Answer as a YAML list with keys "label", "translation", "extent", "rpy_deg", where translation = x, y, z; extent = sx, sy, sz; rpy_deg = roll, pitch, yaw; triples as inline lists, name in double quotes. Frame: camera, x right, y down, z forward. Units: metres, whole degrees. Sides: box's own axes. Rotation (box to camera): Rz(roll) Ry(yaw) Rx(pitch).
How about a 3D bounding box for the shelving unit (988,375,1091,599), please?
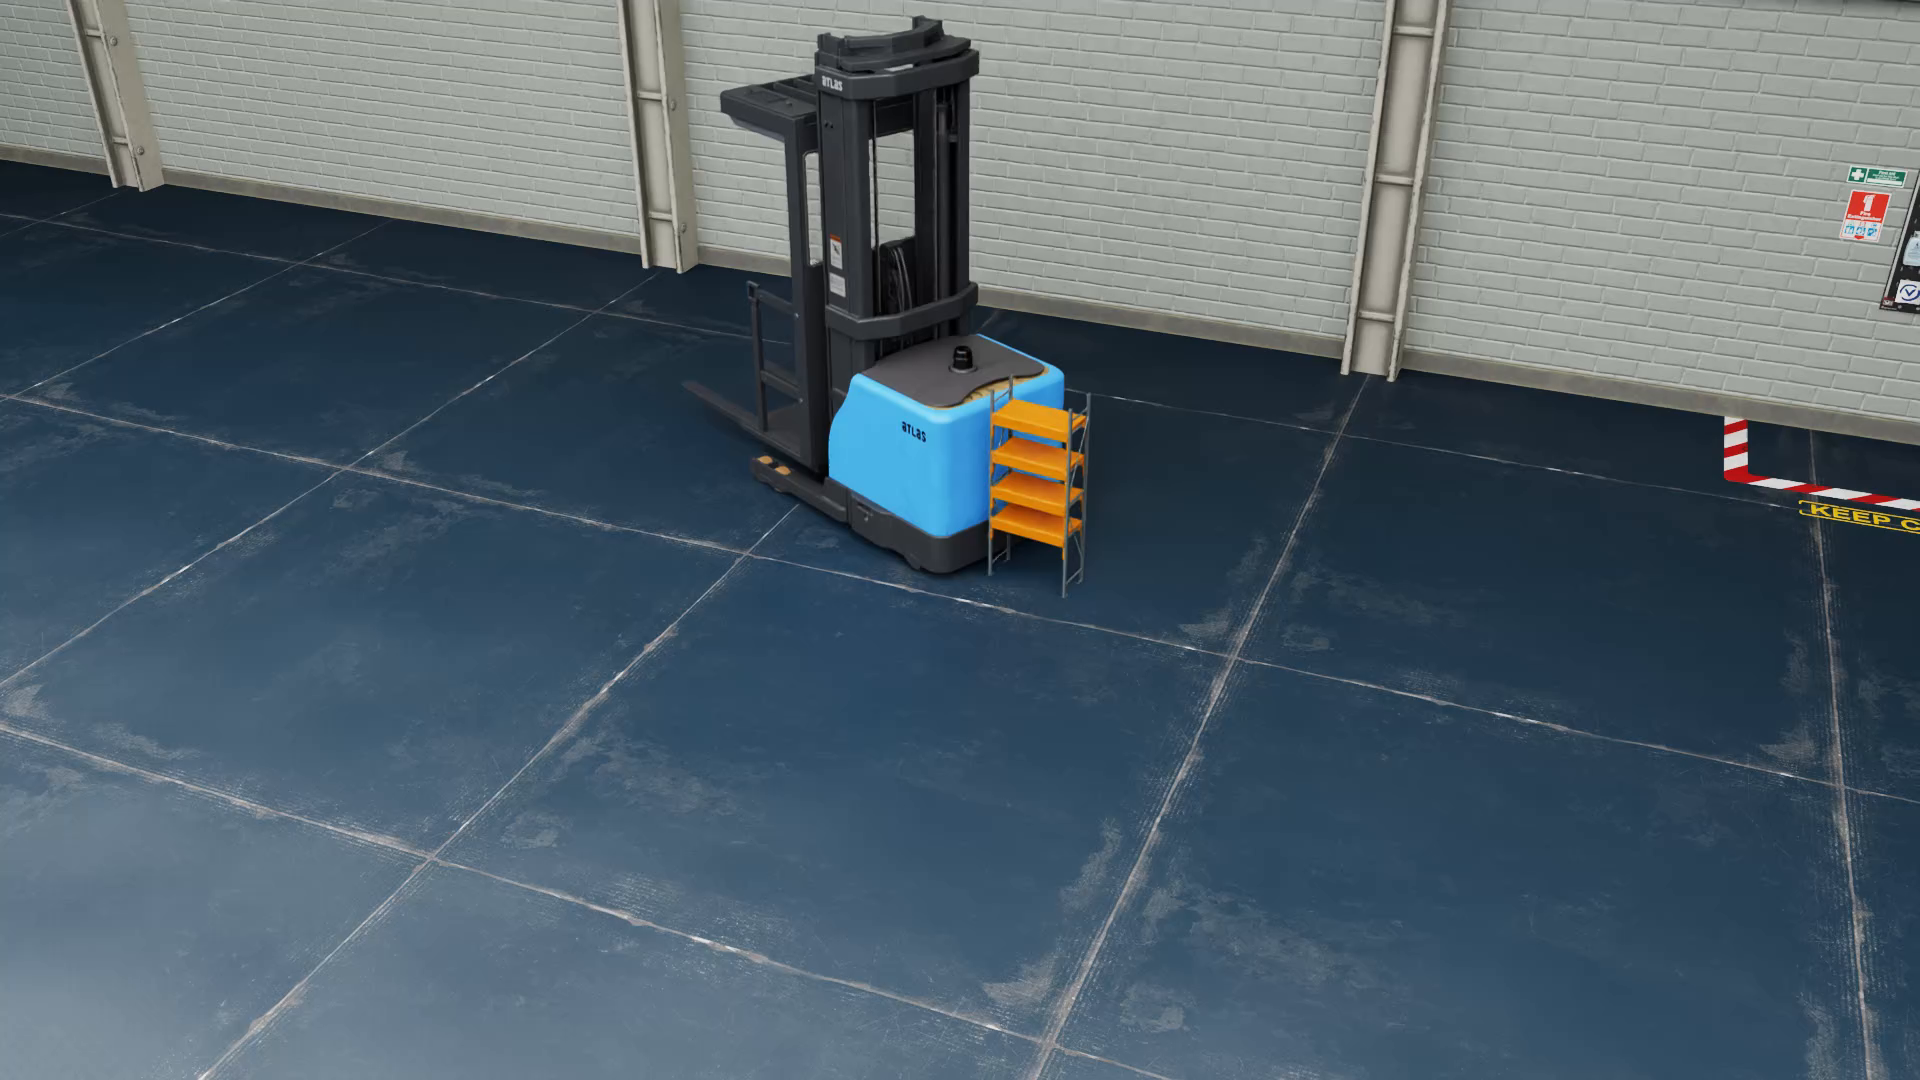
- label: "shelving unit"
  translation: [0.444, -0.296, 9.466]
  extent: [0.503, 1.200, 0.258]
  rpy_deg: [16, 33, 26]

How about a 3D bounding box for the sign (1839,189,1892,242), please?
- label: "sign"
  translation: [5.876, -2.104, 10.799]
  extent: [0.234, 0.329, 0.001]
  rpy_deg: [11, 31, 19]

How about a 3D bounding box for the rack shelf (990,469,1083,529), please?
- label: "rack shelf"
  translation: [0.444, -0.237, 9.499]
  extent: [0.480, 0.148, 0.258]
  rpy_deg: [16, 33, 26]

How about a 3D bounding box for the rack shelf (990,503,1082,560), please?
- label: "rack shelf"
  translation: [0.444, -0.065, 9.596]
  extent: [0.480, 0.148, 0.258]
  rpy_deg: [16, 33, 26]

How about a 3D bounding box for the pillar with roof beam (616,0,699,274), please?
- label: "pillar with roof beam"
  translation: [-4.113, -4.333, 8.682]
  extent: [0.400, 9.000, 9.100]
  rpy_deg: [11, 31, 19]

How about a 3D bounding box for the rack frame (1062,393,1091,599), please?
- label: "rack frame"
  translation: [0.654, -0.235, 9.358]
  extent: [0.015, 1.200, 0.240]
  rpy_deg: [16, 33, 26]

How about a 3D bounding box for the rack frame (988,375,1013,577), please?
- label: "rack frame"
  translation: [0.233, -0.357, 9.573]
  extent: [0.015, 1.200, 0.240]
  rpy_deg: [16, 33, 26]

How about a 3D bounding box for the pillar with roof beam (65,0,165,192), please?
- label: "pillar with roof beam"
  translation: [-9.672, -5.443, 10.646]
  extent: [0.400, 9.000, 9.100]
  rpy_deg: [11, 31, 19]

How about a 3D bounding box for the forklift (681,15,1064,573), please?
- label: "forklift"
  translation: [-0.715, -1.728, 10.241]
  extent: [1.130, 2.935, 3.031]
  rpy_deg: [-23, 37, -35]

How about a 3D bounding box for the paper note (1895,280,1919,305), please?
- label: "paper note"
  translation: [6.212, -1.620, 10.874]
  extent: [0.142, 0.148, 0.016]
  rpy_deg: [11, 31, 19]

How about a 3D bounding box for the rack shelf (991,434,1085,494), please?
- label: "rack shelf"
  translation: [0.444, -0.432, 9.389]
  extent: [0.480, 0.148, 0.258]
  rpy_deg: [16, 33, 26]

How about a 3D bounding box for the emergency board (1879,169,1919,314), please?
- label: "emergency board"
  translation: [6.349, -1.949, 10.561]
  extent: [0.626, 1.169, 0.157]
  rpy_deg: [11, 31, 19]

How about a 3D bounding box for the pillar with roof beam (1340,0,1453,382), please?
- label: "pillar with roof beam"
  translation: [1.447, -3.223, 6.718]
  extent: [0.400, 9.000, 9.100]
  rpy_deg: [11, 31, 19]

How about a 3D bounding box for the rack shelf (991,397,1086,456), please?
- label: "rack shelf"
  translation: [0.444, -0.638, 9.272]
  extent: [0.480, 0.148, 0.258]
  rpy_deg: [16, 33, 26]
